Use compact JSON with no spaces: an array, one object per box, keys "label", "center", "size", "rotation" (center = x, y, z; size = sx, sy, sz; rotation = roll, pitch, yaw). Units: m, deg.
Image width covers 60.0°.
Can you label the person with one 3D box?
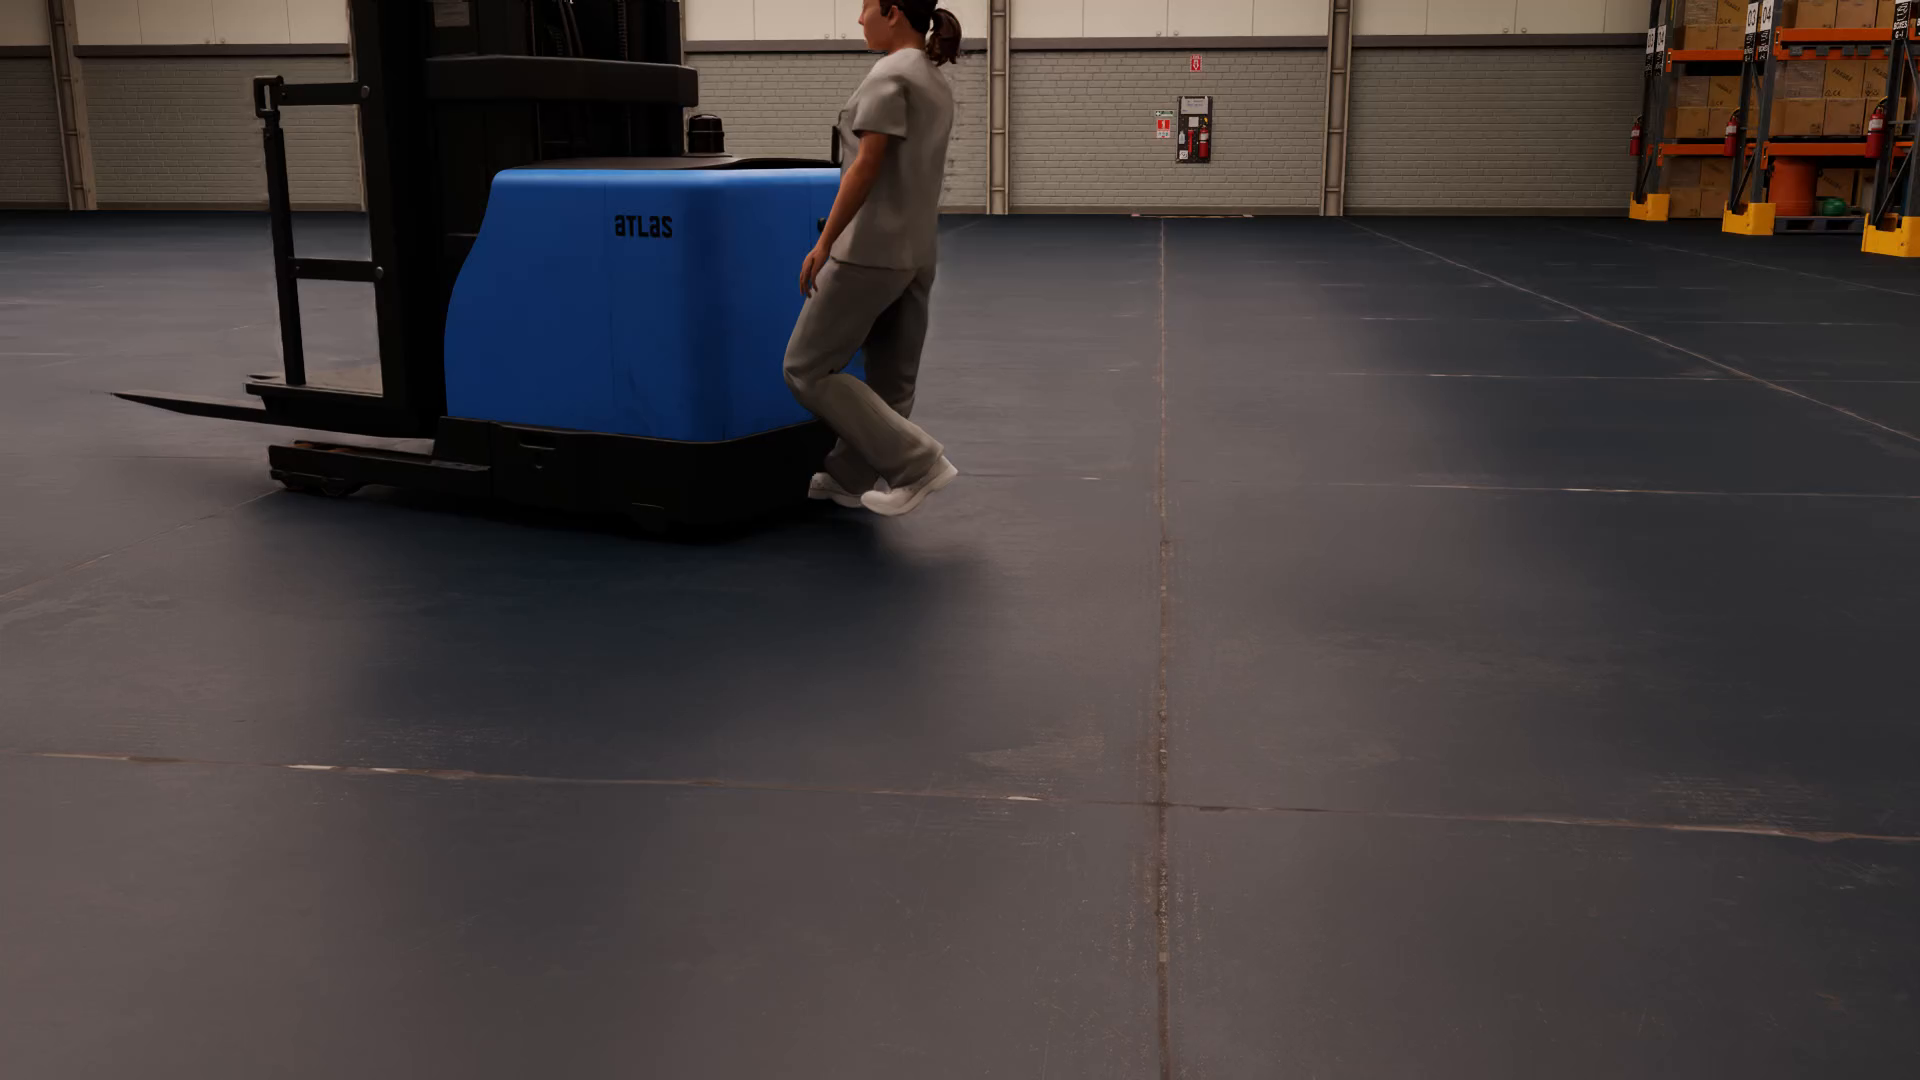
[{"label":"person","center":[-0.333,-0.815,4.734],"size":[0.700,1.591,0.626],"rotation":[5,14,22]}]

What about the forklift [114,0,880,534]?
[{"label":"forklift","center":[-1.762,-1.668,5.641],"size":[3.031,2.935,1.130],"rotation":[7,15,29]}]
